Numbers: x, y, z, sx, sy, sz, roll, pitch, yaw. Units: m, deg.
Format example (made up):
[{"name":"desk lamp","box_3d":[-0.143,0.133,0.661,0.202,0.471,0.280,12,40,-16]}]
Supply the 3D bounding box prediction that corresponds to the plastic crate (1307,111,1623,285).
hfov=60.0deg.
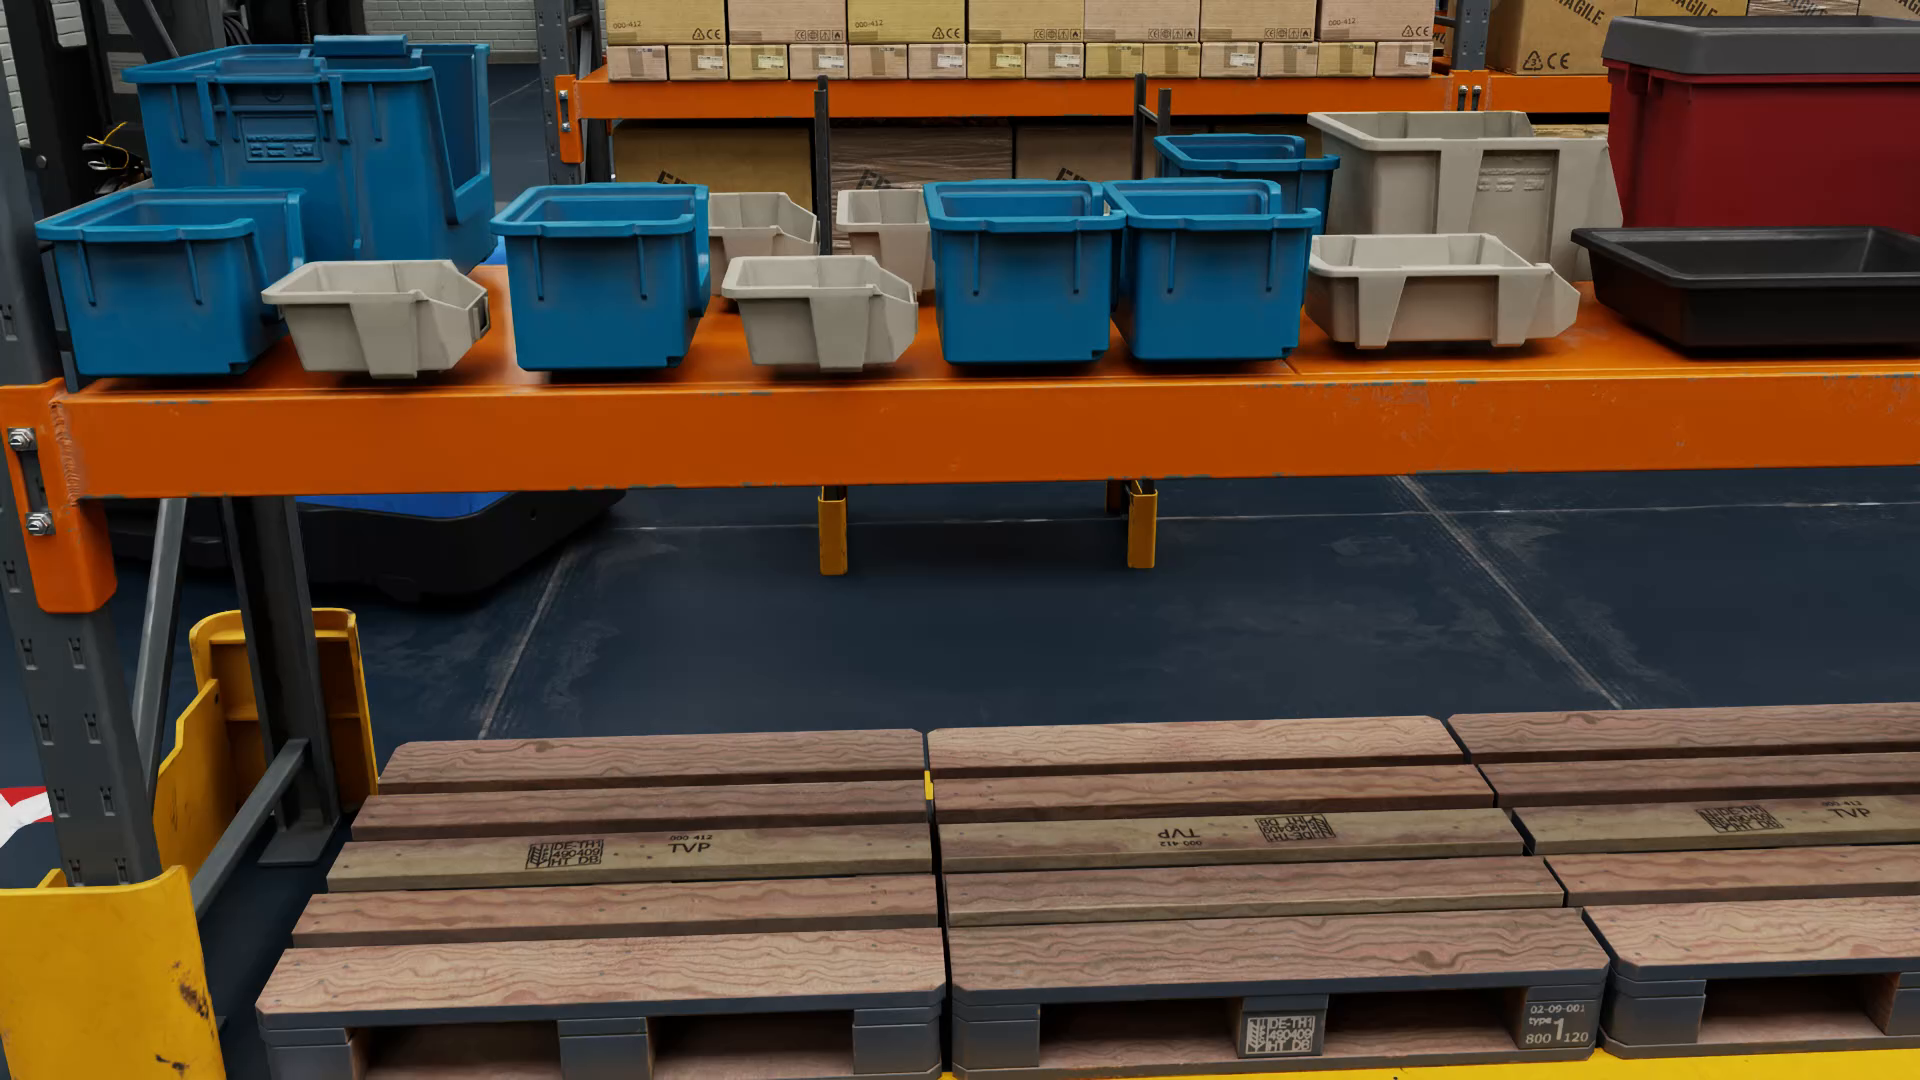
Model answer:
[{"name":"plastic crate","box_3d":[0.975,-0.662,3.227,0.530,0.282,0.437,-1,21,-3]}]

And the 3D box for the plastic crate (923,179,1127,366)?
[{"name":"plastic crate","box_3d":[0.096,-0.439,2.709,0.300,0.233,0.416,-1,21,-3]}]

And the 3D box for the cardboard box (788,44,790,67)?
[{"name":"cardboard box","box_3d":[-0.918,-2.351,7.933,0.250,0.149,0.380,-1,21,-3]}]

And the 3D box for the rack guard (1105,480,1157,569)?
[{"name":"rack guard","box_3d":[0.573,-0.128,5.607,0.087,0.250,0.587,-1,21,-3]}]

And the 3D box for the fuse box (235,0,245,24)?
[{"name":"fuse box","box_3d":[-7.935,-5.878,18.655,0.414,1.711,0.539,-1,21,-3]}]

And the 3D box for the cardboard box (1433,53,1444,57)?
[{"name":"cardboard box","box_3d":[3.838,-3.499,12.464,0.500,0.250,0.500,0,21,-1]}]

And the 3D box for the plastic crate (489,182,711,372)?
[{"name":"plastic crate","box_3d":[-0.561,-0.425,2.673,0.300,0.233,0.416,-1,21,-3]}]

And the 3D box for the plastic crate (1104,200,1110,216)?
[{"name":"plastic crate","box_3d":[0.181,-0.587,3.235,0.250,0.136,0.298,-1,21,-3]}]

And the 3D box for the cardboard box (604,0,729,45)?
[{"name":"cardboard box","box_3d":[-1.272,-2.316,7.282,0.500,0.250,0.500,-2,21,-4]}]

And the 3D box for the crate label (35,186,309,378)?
[{"name":"crate label","box_3d":[-1.218,-0.412,2.638,0.303,0.233,0.416,-1,21,-3]}]

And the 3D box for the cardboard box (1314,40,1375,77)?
[{"name":"cardboard box","box_3d":[1.684,-2.169,7.457,0.250,0.149,0.380,-1,21,-2]}]

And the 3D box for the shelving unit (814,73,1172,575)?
[{"name":"shelving unit","box_3d":[0.076,-0.702,5.358,1.083,1.500,0.587,-1,21,-3]}]

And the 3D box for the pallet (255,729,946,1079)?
[{"name":"pallet","box_3d":[-0.658,0.726,3.417,1.213,0.211,1.003,-1,21,-3]}]

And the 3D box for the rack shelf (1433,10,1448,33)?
[{"name":"rack shelf","box_3d":[4.041,-3.883,12.616,4.000,0.370,1.077,-1,21,-3]}]

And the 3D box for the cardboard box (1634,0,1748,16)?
[{"name":"cardboard box","box_3d":[3.202,-2.393,7.549,0.500,0.500,0.500,-1,21,-3]}]

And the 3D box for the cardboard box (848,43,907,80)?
[{"name":"cardboard box","box_3d":[-0.367,-2.128,7.347,0.250,0.149,0.380,-2,21,-4]}]

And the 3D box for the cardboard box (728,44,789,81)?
[{"name":"cardboard box","box_3d":[-0.882,-2.117,7.319,0.250,0.149,0.380,-2,21,-4]}]

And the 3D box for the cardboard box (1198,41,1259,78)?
[{"name":"cardboard box","box_3d":[1.171,-2.159,7.429,0.250,0.149,0.380,-1,21,-2]}]

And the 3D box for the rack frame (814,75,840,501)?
[{"name":"rack frame","box_3d":[-0.422,-0.692,5.332,0.032,1.500,0.500,-1,21,-3]}]

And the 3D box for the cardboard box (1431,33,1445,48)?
[{"name":"cardboard box","box_3d":[4.960,-5.235,17.552,0.875,0.875,0.875,-1,21,-4]}]

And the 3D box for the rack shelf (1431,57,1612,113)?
[{"name":"rack shelf","box_3d":[4.224,-2.119,7.983,4.000,0.370,1.077,-1,21,-3]}]

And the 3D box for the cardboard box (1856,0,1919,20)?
[{"name":"cardboard box","box_3d":[4.218,-2.415,7.608,0.500,0.500,0.500,-1,21,-2]}]

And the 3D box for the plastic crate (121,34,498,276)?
[{"name":"plastic crate","box_3d":[-1.160,-0.692,3.088,0.499,0.435,0.616,-1,21,-3]}]

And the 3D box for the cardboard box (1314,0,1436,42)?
[{"name":"cardboard box","box_3d":[1.801,-2.382,7.453,0.500,0.250,0.500,-2,21,-4]}]

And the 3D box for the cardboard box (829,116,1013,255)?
[{"name":"cardboard box","box_3d":[-0.224,-1.597,7.995,0.875,0.875,0.875,-1,21,-3]}]

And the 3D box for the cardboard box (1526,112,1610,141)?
[{"name":"cardboard box","box_3d":[2.865,-1.638,8.104,0.875,0.875,1.225,-1,21,-3]}]

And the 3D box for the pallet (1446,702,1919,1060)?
[{"name":"pallet","box_3d":[1.778,0.677,3.547,1.213,0.211,1.003,-1,21,-3]}]

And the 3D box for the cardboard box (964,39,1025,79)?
[{"name":"cardboard box","box_3d":[0.142,-2.138,7.373,0.250,0.149,0.380,-2,21,-4]}]

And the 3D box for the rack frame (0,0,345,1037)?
[{"name":"rack frame","box_3d":[-1.484,-0.574,2.913,0.127,3.000,1.000,-1,21,-3]}]

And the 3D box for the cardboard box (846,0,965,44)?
[{"name":"cardboard box","box_3d":[-0.251,-2.338,7.339,0.500,0.250,0.500,-2,21,-5]}]

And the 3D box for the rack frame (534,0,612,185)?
[{"name":"rack frame","box_3d":[-1.766,-2.334,7.534,0.127,3.000,1.000,-1,21,-3]}]

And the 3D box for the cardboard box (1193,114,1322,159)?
[{"name":"cardboard box","box_3d":[1.563,-1.633,8.091,0.875,0.875,0.875,-1,21,-3]}]

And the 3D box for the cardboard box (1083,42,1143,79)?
[{"name":"cardboard box","box_3d":[0.658,-2.149,7.402,0.250,0.149,0.380,-1,21,-4]}]

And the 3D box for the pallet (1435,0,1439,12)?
[{"name":"pallet","box_3d":[2.816,-4.053,12.320,1.213,0.211,1.003,-1,21,-3]}]

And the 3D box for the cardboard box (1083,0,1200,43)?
[{"name":"cardboard box","box_3d":[0.775,-2.360,7.396,0.500,0.250,0.500,-1,21,-2]}]

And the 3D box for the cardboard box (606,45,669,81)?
[{"name":"cardboard box","box_3d":[-1.393,-2.106,7.290,0.250,0.149,0.380,-1,21,-2]}]

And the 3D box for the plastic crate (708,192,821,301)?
[{"name":"plastic crate","box_3d":[-0.390,-0.561,3.164,0.243,0.136,0.396,-1,21,-3]}]

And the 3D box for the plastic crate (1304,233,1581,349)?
[{"name":"plastic crate","box_3d":[0.788,-0.418,2.789,0.466,0.136,0.293,-1,21,-3]}]

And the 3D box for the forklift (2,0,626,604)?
[{"name":"forklift","box_3d":[-2.746,-1.467,5.354,3.031,2.935,1.130,6,22,16]}]
